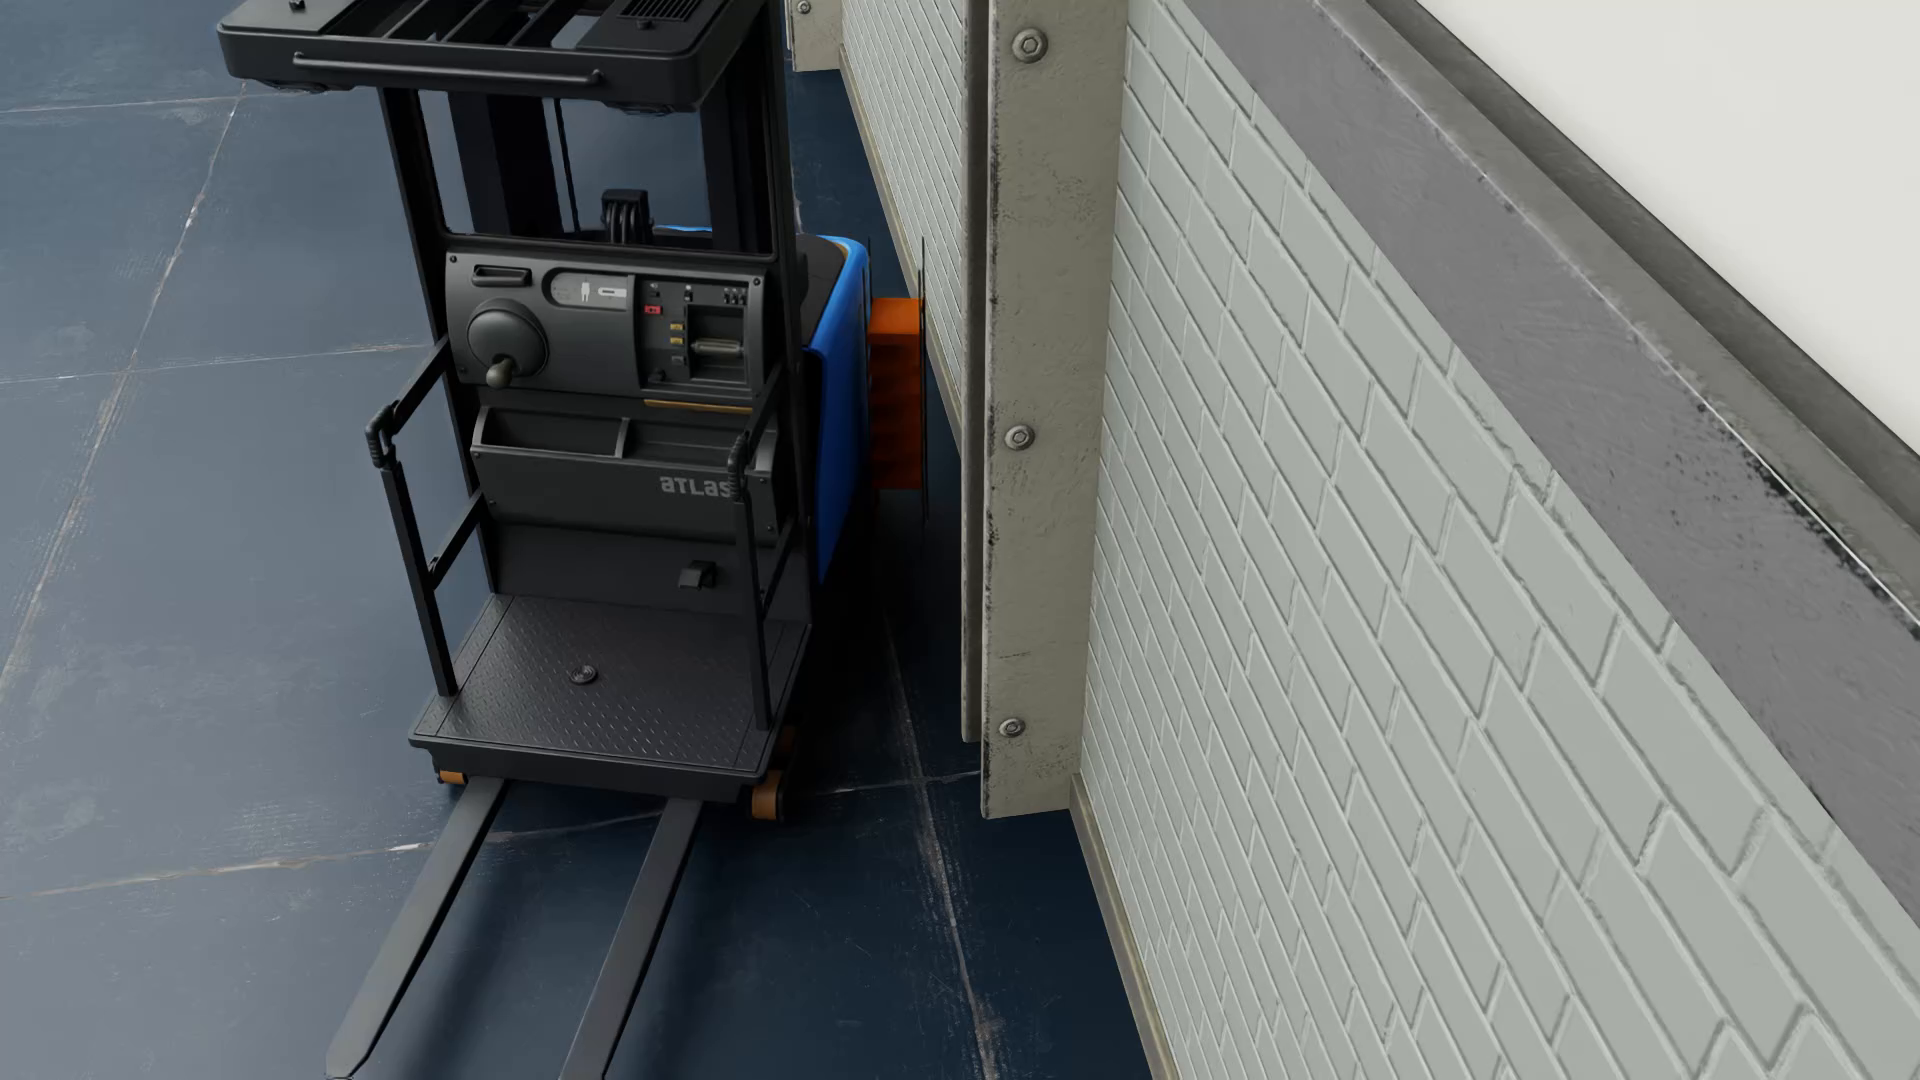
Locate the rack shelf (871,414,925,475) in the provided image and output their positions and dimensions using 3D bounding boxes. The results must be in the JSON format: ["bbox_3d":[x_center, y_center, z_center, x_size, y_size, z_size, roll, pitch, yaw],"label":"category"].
[{"bbox_3d":[-0.220,-0.352,5.993,0.180,0.103,0.258,1,38,2],"label":"rack shelf"}]

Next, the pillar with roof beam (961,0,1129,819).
[{"bbox_3d":[-4.049,-2.364,1.957,9.100,9.000,0.400,-6,38,-8],"label":"pillar with roof beam"}]

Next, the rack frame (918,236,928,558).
[{"bbox_3d":[-0.128,-0.479,5.889,0.006,1.200,0.240,1,38,2],"label":"rack frame"}]

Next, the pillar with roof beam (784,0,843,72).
[{"bbox_3d":[-5.101,-5.988,6.622,9.100,9.000,0.400,-6,38,-8],"label":"pillar with roof beam"}]

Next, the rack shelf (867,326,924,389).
[{"bbox_3d":[-0.220,-0.636,5.772,0.180,0.103,0.258,1,38,2],"label":"rack shelf"}]

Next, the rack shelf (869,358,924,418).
[{"bbox_3d":[-0.220,-0.541,5.845,0.180,0.103,0.258,1,38,2],"label":"rack shelf"}]

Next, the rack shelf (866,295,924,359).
[{"bbox_3d":[-0.220,-0.731,5.698,0.180,0.103,0.258,1,38,2],"label":"rack shelf"}]

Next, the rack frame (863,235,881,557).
[{"bbox_3d":[-0.311,-0.484,5.895,0.006,1.200,0.240,1,38,2],"label":"rack frame"}]

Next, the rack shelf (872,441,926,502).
[{"bbox_3d":[-0.220,-0.257,6.066,0.180,0.103,0.258,1,38,2],"label":"rack shelf"}]

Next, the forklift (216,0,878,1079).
[{"bbox_3d":[-1.034,-0.529,4.542,1.130,2.935,3.031,5,38,7],"label":"forklift"}]

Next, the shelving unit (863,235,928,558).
[{"bbox_3d":[-0.220,-0.481,5.892,0.189,1.200,0.258,1,38,2],"label":"shelving unit"}]

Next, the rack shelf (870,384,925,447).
[{"bbox_3d":[-0.220,-0.446,5.919,0.180,0.103,0.258,1,38,2],"label":"rack shelf"}]
